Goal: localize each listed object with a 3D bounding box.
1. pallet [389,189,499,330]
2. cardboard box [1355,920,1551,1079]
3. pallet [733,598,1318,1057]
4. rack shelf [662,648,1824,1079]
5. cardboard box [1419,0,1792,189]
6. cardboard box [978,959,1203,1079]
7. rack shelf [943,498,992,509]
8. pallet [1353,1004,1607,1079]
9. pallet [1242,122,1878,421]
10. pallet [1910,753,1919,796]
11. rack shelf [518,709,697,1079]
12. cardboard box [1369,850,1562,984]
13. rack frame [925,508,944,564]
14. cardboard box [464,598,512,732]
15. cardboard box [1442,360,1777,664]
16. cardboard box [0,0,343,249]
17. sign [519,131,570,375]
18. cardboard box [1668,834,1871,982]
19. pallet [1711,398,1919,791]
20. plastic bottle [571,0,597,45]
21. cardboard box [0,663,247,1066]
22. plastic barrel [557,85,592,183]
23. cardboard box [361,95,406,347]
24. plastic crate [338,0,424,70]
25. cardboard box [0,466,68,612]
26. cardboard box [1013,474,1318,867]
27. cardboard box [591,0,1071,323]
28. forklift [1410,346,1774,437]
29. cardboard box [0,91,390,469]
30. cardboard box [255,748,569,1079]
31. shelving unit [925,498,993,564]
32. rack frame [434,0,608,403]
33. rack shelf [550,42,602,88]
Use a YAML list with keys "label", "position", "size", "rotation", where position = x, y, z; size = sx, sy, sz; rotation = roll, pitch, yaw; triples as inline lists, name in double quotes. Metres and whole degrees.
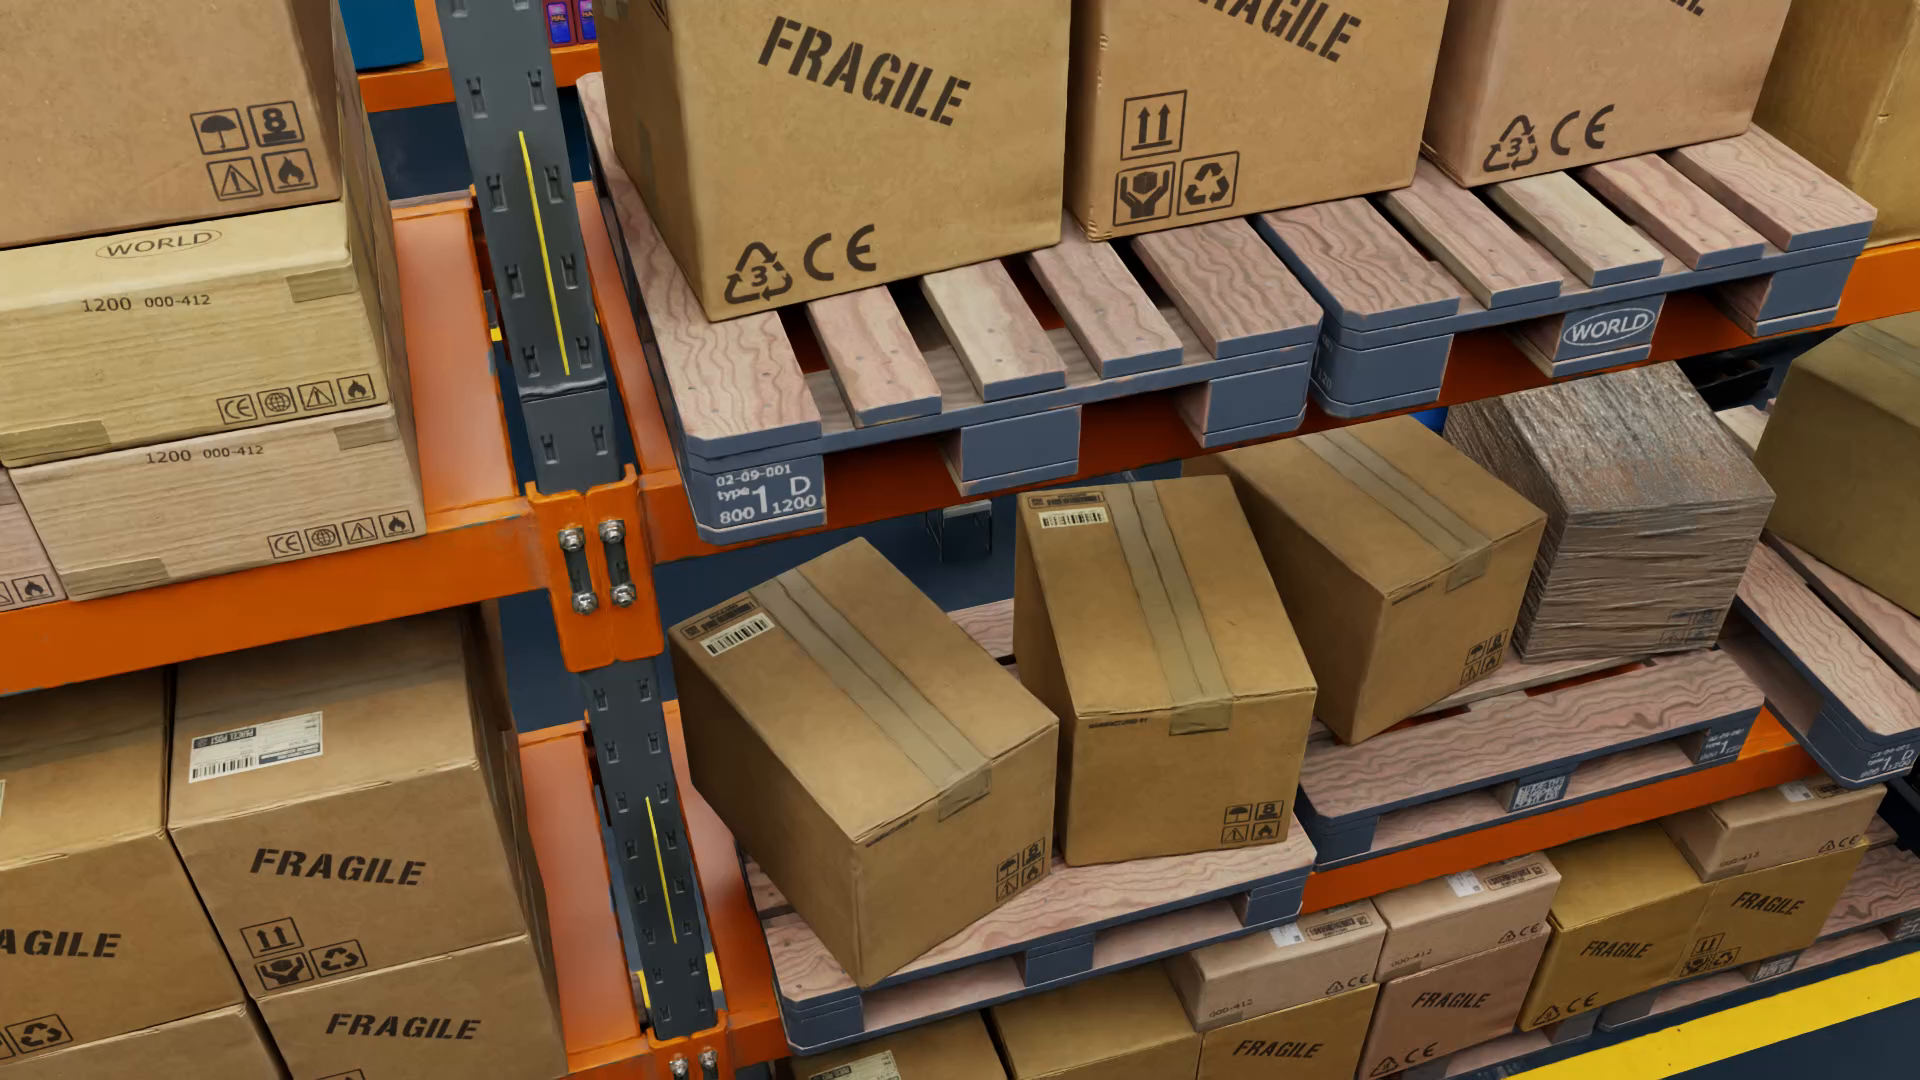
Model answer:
- label: "pallet"
  position: [-2.902, -1.285, 8.060]
  size: [1.213, 0.211, 1.003]
  rotation: [-12, 42, -13]
- label: "cardboard box"
  position: [1.273, 1.132, 4.740]
  size: [0.500, 0.500, 0.500]
  rotation: [-13, 43, -15]
- label: "pallet"
  position: [0.067, 0.588, 3.943]
  size: [1.213, 0.211, 1.003]
  rotation: [-12, 42, -13]
- label: "rack shelf"
  position: [1.180, 0.481, 4.467]
  size: [4.000, 0.370, 1.077]
  rotation: [-12, 42, -13]
- label: "cardboard box"
  position: [1.046, -1.077, 2.952]
  size: [0.600, 0.600, 0.600]
  rotation: [-13, 43, -15]
- label: "cardboard box"
  position: [0.312, 1.325, 4.518]
  size: [0.500, 0.500, 0.500]
  rotation: [-11, 42, -12]
- label: "rack shelf"
  position: [-0.008, -0.244, 6.533]
  size: [0.200, 0.077, 0.258]
  rotation: [-12, 42, -13]
- label: "pallet"
  position: [1.202, 1.227, 5.185]
  size: [1.213, 0.211, 1.003]
  rotation: [-12, 42, -13]
- label: "pallet"
  position: [0.904, -0.746, 3.187]
  size: [1.003, 0.211, 1.213]
  rotation: [-12, 42, -13]
- label: "pallet"
  position: [3.884, 0.726, 5.758]
  size: [1.213, 0.211, 1.003]
  rotation: [-12, 42, -13]
- label: "rack shelf"
  position: [-2.635, 1.271, 3.562]
  size: [4.000, 0.370, 1.077]
  rotation: [-12, 42, -13]
- label: "cardboard box"
  position: [1.239, 0.858, 4.483]
  size: [0.500, 0.250, 0.500]
  rotation: [-12, 43, -14]
- label: "rack frame"
  position: [-0.105, -0.317, 6.429]
  size: [0.006, 0.900, 0.240]
  rotation: [-12, 42, -13]
- label: "cardboard box"
  position: [-1.262, 0.107, 3.511]
  size: [0.500, 0.500, 0.500]
  rotation: [-11, 42, -12]
- label: "cardboard box"
  position: [1.591, -0.125, 4.218]
  size: [0.500, 0.500, 0.700]
  rotation: [-4, 41, -5]
- label: "cardboard box"
  position: [-1.180, -0.819, 2.292]
  size: [0.500, 0.500, 0.700]
  rotation: [-12, 42, -13]
- label: "sign"
  position: [-0.558, -0.380, 2.233]
  size: [0.005, 0.325, 0.100]
  rotation: [-12, 42, -13]
- label: "cardboard box"
  position: [2.266, 0.922, 4.980]
  size: [0.500, 0.500, 0.500]
  rotation: [-10, 42, -11]
- label: "pallet"
  position: [2.462, 0.065, 4.542]
  size: [1.003, 0.211, 1.213]
  rotation: [-12, 42, -13]
- label: "plastic bottle"
  position: [-1.607, -2.291, 7.182]
  size: [0.133, 0.283, 0.061]
  rotation: [-12, 42, -13]
- label: "cardboard box"
  position: [-1.620, 0.556, 2.998]
  size: [0.500, 0.500, 0.500]
  rotation: [-12, 43, -14]
- label: "plastic barrel"
  position: [-1.688, -1.969, 8.000]
  size: [0.708, 0.901, 0.600]
  rotation: [-12, 42, -13]
- label: "cardboard box"
  position: [-1.266, -0.527, 2.908]
  size: [0.500, 0.250, 0.500]
  rotation: [-12, 42, -13]
- label: "plastic crate"
  position: [-2.555, -2.215, 6.972]
  size: [0.575, 0.384, 0.392]
  rotation: [-12, 42, -13]
- label: "cardboard box"
  position: [-1.592, -0.113, 2.434]
  size: [0.500, 0.250, 0.500]
  rotation: [-12, 42, -13]
- label: "cardboard box"
  position: [0.428, 0.280, 3.754]
  size: [0.500, 0.500, 0.700]
  rotation: [-5, 41, -6]
- label: "cardboard box"
  position: [-0.225, -0.812, 2.648]
  size: [0.600, 0.600, 0.600]
  rotation: [-16, 43, -17]
- label: "forklift"
  position: [3.075, -1.997, 6.808]
  size: [3.031, 2.935, 1.130]
  rotation: [-16, 44, -18]
- label: "cardboard box"
  position: [-1.110, -0.390, 2.371]
  size: [0.500, 0.250, 0.500]
  rotation: [-12, 42, -13]
- label: "cardboard box"
  position: [-1.128, 0.827, 3.447]
  size: [0.500, 0.500, 0.500]
  rotation: [-11, 42, -12]
- label: "shelving unit"
  position: [-0.008, -0.337, 6.452]
  size: [0.210, 0.900, 0.258]
  rotation: [-12, 42, -13]
- label: "rack frame"
  position: [-0.728, -1.654, 1.804]
  size: [0.127, 3.000, 1.000]
  rotation: [-12, 42, -13]
- label: "rack shelf"
  position: [-0.305, -2.629, 8.026]
  size: [4.000, 0.370, 1.077]
  rotation: [-12, 42, -13]
